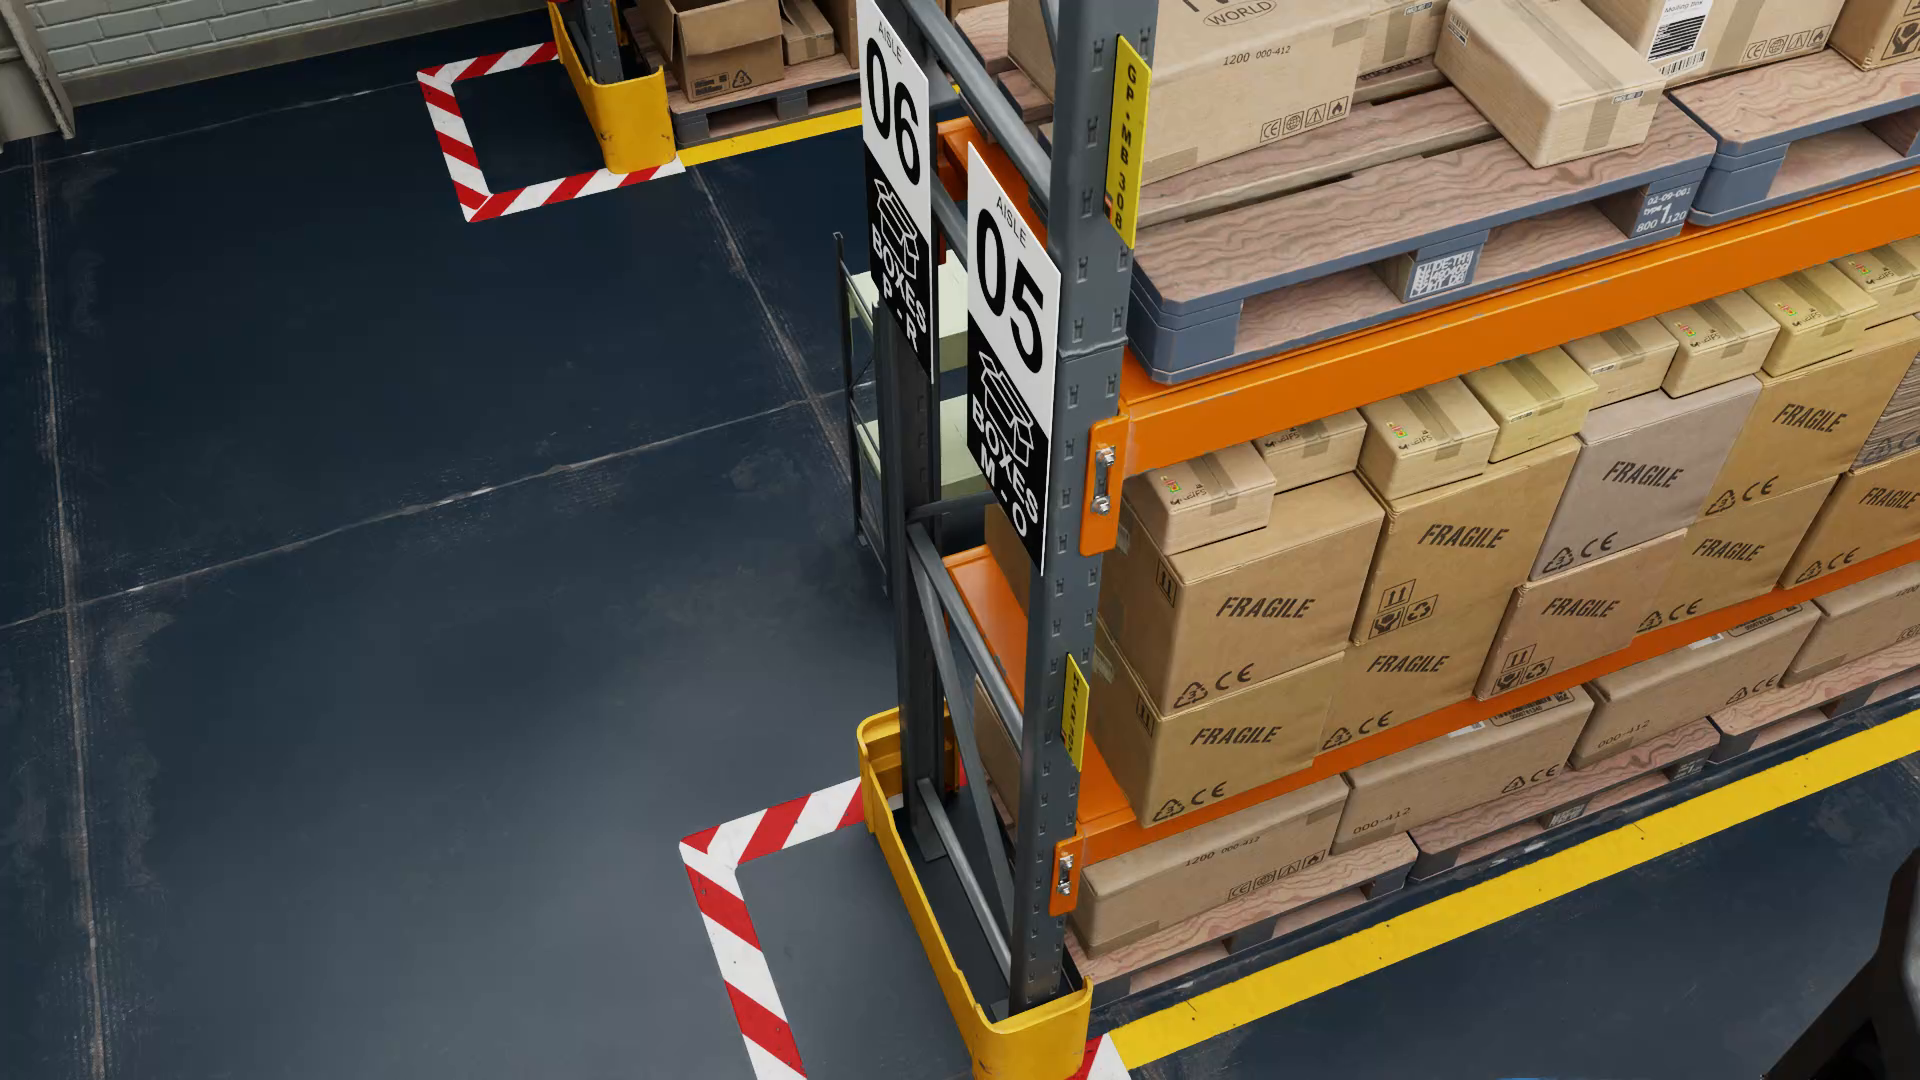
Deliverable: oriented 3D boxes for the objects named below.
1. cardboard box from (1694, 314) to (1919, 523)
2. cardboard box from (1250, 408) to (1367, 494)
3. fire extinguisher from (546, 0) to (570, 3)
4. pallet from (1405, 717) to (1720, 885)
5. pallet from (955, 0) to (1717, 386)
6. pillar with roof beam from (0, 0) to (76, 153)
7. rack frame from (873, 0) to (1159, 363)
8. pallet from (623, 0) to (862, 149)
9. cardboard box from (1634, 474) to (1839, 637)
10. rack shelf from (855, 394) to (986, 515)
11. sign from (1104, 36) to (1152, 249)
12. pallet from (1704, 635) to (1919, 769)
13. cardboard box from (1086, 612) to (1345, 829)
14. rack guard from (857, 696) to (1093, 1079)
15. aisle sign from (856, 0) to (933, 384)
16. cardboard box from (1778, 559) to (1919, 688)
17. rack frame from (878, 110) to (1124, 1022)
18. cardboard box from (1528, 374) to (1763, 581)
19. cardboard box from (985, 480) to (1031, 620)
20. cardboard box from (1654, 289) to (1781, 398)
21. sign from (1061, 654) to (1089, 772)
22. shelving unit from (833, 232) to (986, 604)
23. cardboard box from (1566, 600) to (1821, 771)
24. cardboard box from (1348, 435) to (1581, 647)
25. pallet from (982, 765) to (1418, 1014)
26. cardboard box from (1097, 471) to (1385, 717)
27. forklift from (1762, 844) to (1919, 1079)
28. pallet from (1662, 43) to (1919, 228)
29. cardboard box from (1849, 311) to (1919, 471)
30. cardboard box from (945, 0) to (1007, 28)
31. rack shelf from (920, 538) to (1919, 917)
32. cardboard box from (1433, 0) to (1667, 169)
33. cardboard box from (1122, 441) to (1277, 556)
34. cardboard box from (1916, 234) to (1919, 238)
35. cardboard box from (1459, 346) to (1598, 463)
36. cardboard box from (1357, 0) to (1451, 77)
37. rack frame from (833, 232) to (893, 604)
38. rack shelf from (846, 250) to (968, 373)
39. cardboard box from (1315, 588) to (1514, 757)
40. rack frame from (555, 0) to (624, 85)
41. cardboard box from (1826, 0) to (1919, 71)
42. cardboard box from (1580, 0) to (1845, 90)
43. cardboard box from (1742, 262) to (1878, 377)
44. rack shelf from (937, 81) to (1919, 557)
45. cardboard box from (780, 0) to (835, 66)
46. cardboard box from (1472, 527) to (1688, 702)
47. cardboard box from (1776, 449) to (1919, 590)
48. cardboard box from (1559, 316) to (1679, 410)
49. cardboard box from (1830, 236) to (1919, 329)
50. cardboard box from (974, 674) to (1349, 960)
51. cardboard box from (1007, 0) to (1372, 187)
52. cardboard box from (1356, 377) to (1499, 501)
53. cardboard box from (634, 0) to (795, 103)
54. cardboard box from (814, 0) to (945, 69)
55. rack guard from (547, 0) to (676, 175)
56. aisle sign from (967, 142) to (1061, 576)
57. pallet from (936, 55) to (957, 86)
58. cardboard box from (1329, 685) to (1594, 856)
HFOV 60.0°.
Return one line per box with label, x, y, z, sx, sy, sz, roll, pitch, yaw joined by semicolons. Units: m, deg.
cardboard box;2.011;-0.446;4.271;0.500;0.500;0.500;-17;51;-14
cardboard box;0.697;-0.302;3.720;0.250;0.149;0.380;-16;51;-13
fire extinguisher;-1.794;-2.671;7.205;0.183;0.674;0.296;-17;52;-14
pallet;1.886;0.577;5.956;1.213;0.211;1.003;-17;52;-14
pallet;0.731;-0.868;3.441;1.213;0.211;1.003;-17;52;-14
pillar with roof beam;-3.041;-1.976;2.356;0.400;9.000;9.100;-17;52;-14
rack frame;0.048;-1.654;2.080;0.127;3.000;1.000;-17;52;-14
pallet;-1.024;-2.528;8.622;1.213;0.211;1.003;-17;52;-14
cardboard box;1.994;-0.122;4.652;0.500;0.500;0.500;-16;51;-13
rack shelf;0.006;-0.278;6.271;0.720;0.370;0.431;-17;52;-14
sign;0.252;-0.596;2.520;0.005;0.325;0.100;-17;52;-14
pallet;3.017;0.224;6.259;1.213;0.211;1.003;-17;52;-14
cardboard box;0.601;0.331;4.263;0.500;0.500;0.500;-18;52;-15
rack guard;0.026;1.121;5.298;0.348;0.500;1.175;-17;52;-14
aisle sign;-0.136;-0.744;3.539;0.004;0.787;0.394;-17;52;-14
cardboard box;3.129;-0.045;6.064;0.875;0.438;0.875;-18;52;-15
rack frame;0.048;0.300;4.356;0.127;3.000;1.000;-17;52;-14
cardboard box;1.549;-0.302;4.148;0.500;0.500;0.500;-18;52;-15
cardboard box;0.394;-0.057;4.596;0.500;0.500;0.500;-17;51;-14
cardboard box;1.688;-0.539;3.924;0.250;0.149;0.380;-17;51;-14
sign;0.252;0.384;3.661;0.005;0.325;0.100;-17;52;-14
shelving unit;0.006;-0.491;6.023;0.755;1.500;0.431;-17;52;-14
cardboard box;2.301;0.213;5.843;0.875;0.438;0.875;-19;52;-15
cardboard box;1.076;-0.149;4.017;0.500;0.500;0.500;-18;52;-15
pallet;0.759;0.924;5.658;1.213;0.211;1.003;-17;52;-14
cardboard box;0.600;0.004;3.885;0.500;0.500;0.500;-18;52;-15
forklift;2.157;1.708;3.192;3.031;2.935;1.130;4;49;3
pallet;1.862;-1.221;3.744;1.213;0.211;1.003;-17;52;-14
cardboard box;2.478;-0.584;4.390;0.500;0.500;0.500;-17;51;-14
cardboard box;0.103;-2.916;8.488;0.500;0.500;0.500;-16;51;-14
rack shelf;1.899;-0.039;5.121;4.000;0.370;1.077;-17;52;-14
cardboard box;1.142;-0.915;3.245;0.250;0.149;0.380;-16;51;-13
cardboard box;0.481;-0.177;3.613;0.250;0.149;0.380;-16;51;-13
cardboard box;2.379;-0.783;4.133;0.250;0.149;0.380;-18;52;-15
cardboard box;1.218;-0.384;3.791;0.250;0.149;0.380;-19;52;-15
cardboard box;0.788;-1.134;3.433;0.250;0.149;0.380;-21;52;-17
rack frame;-0.333;-0.386;5.933;0.023;1.500;0.400;-17;52;-14
rack shelf;0.006;-0.745;5.727;0.720;0.370;0.431;-17;52;-14
cardboard box;1.059;0.167;4.404;0.500;0.500;0.500;-18;52;-15
rack frame;-1.832;-3.185;7.349;0.127;3.000;1.000;-17;52;-14
cardboard box;1.971;-1.352;3.389;0.500;0.500;0.500;-16;51;-14
cardboard box;1.453;-1.212;3.393;0.500;0.311;0.500;-16;51;-14
cardboard box;1.933;-0.592;3.970;0.250;0.149;0.380;-18;52;-15
rack shelf;1.899;-1.017;3.983;4.000;0.370;1.077;-17;52;-14
cardboard box;-0.822;-2.596;8.446;0.250;0.149;0.380;-19;52;-16
cardboard box;1.536;0.033;4.519;0.500;0.500;0.500;-17;52;-14
cardboard box;2.484;-0.261;4.772;0.500;0.500;0.500;-18;52;-15
cardboard box;1.441;-0.497;3.888;0.250;0.149;0.380;-17;51;-14
cardboard box;2.157;-0.702;4.064;0.250;0.149;0.380;-17;52;-14
cardboard box;0.621;0.738;5.391;0.875;0.438;0.875;-19;52;-15
cardboard box;0.430;-0.990;3.243;0.500;0.250;0.500;-22;53;-18
cardboard box;0.981;-0.296;3.715;0.250;0.149;0.380;-16;51;-13
cardboard box;-1.230;-2.617;8.230;0.637;0.503;0.797;-19;52;-16
cardboard box;-0.424;-2.834;8.418;0.500;0.500;0.700;-15;51;-13
rack guard;-1.762;-2.392;8.316;0.348;0.500;1.175;-17;52;-14
aisle sign;0.091;-0.323;3.177;0.004;0.787;0.394;-17;52;-14
pallet;0.103;-2.875;8.920;1.213;0.211;1.003;-17;52;-14
cardboard box;1.465;0.470;5.622;0.875;0.438;0.875;-16;51;-13
